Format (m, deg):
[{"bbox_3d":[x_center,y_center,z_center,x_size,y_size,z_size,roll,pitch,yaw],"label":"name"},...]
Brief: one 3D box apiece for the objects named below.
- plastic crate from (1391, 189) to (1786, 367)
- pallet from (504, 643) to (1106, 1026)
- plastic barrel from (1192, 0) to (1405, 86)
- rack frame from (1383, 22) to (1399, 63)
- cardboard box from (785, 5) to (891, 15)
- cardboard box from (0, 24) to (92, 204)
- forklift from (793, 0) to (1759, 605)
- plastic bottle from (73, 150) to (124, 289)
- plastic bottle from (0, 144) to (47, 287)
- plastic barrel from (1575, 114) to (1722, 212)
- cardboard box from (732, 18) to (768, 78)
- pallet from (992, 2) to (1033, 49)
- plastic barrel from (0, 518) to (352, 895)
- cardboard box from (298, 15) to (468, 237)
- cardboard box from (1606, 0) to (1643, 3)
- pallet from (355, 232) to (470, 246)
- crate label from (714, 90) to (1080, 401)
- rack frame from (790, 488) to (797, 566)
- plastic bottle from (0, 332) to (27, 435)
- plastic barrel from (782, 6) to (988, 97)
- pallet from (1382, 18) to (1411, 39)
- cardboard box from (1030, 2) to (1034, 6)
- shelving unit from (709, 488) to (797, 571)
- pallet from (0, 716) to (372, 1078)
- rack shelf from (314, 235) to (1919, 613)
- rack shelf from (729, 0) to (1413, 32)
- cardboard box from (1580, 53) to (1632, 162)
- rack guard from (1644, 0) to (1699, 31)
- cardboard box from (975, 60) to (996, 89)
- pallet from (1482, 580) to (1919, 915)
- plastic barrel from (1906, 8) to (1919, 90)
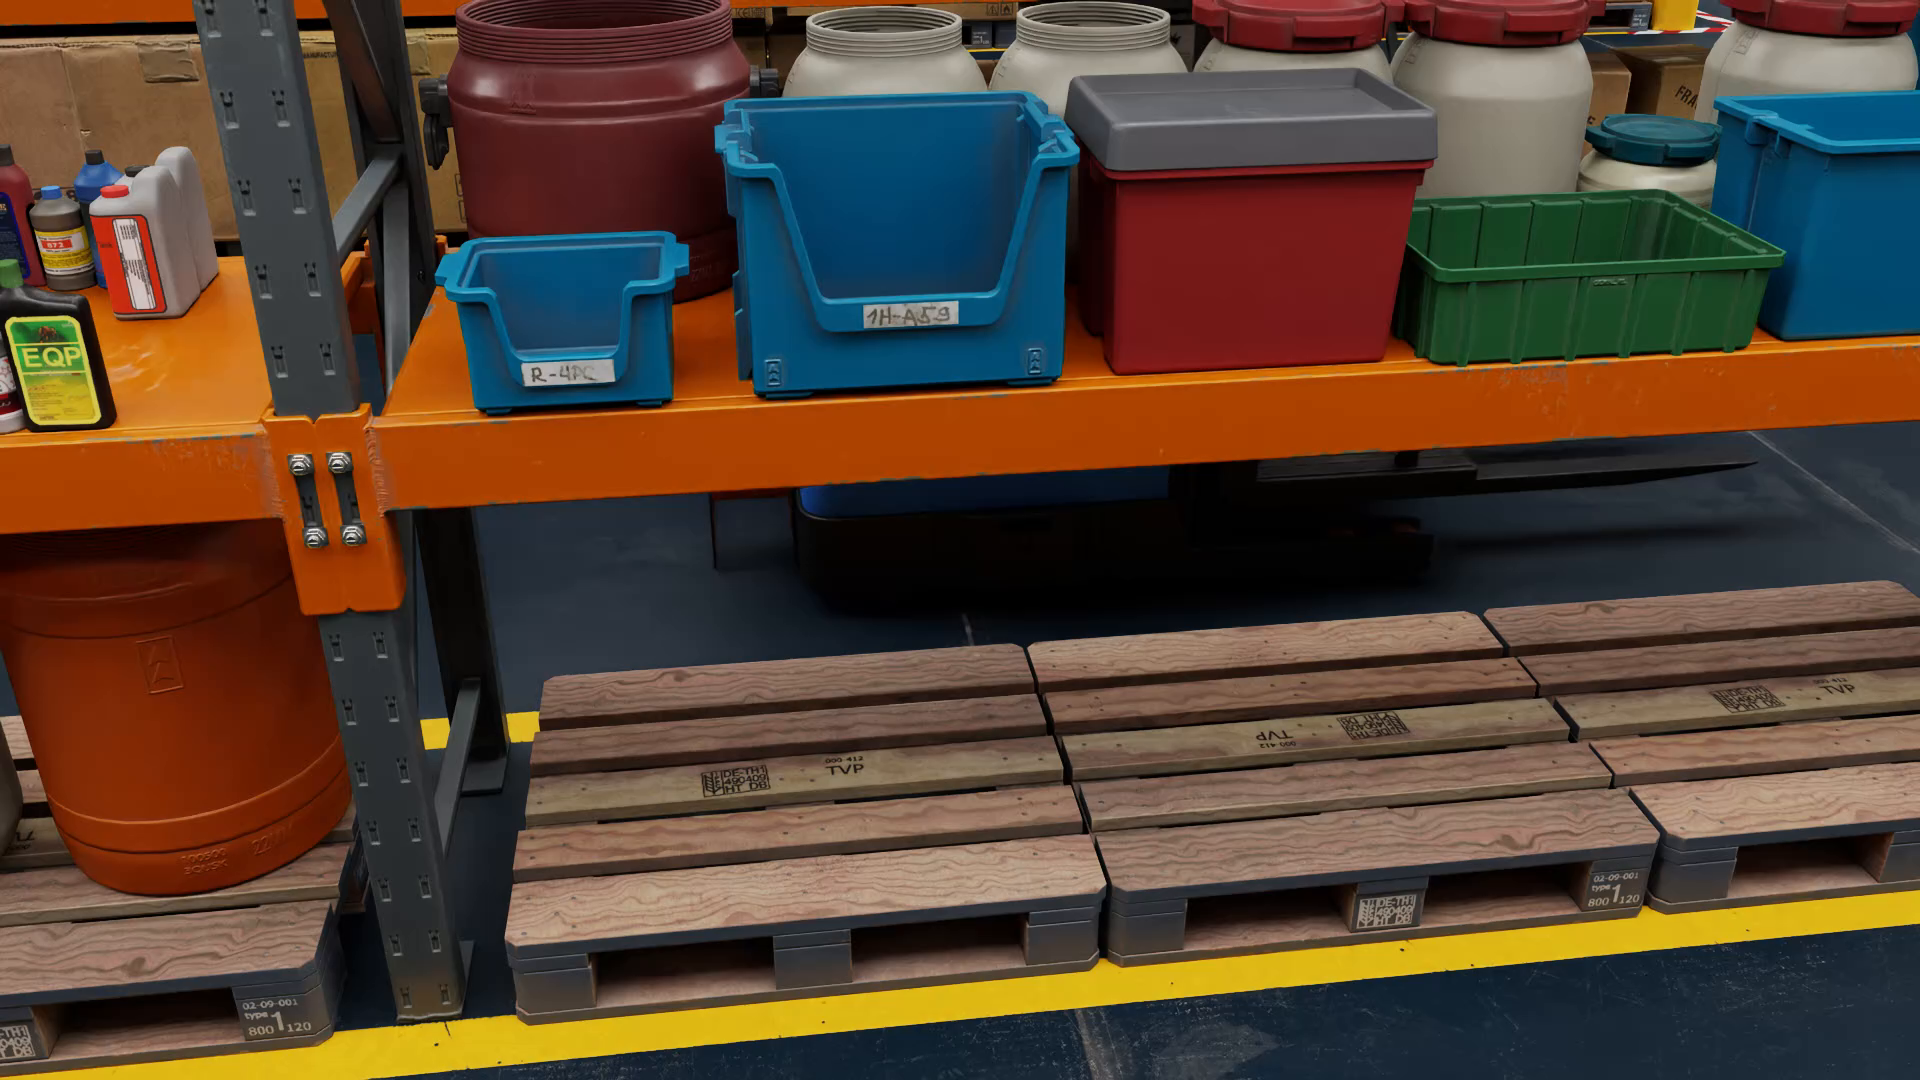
[{"bbox_3d":[1.137,-0.510,3.191,0.662,0.188,0.450,-4,27,-7],"label":"plastic crate"},{"bbox_3d":[-0.366,0.620,3.810,1.213,0.211,1.003,-4,27,-7],"label":"pallet"},{"bbox_3d":[0.689,-0.867,3.506,0.433,0.535,0.433,0,27,0],"label":"plastic barrel"},{"bbox_3d":[2.132,-3.082,7.971,0.127,3.000,1.000,-4,27,-7],"label":"rack frame"},{"bbox_3d":[-0.939,-4.317,12.383,0.750,0.750,1.050,-3,27,-6],"label":"cardboard box"},{"bbox_3d":[-4.274,-1.922,7.577,0.875,0.875,1.225,-5,28,-9],"label":"cardboard box"},{"bbox_3d":[0.979,-1.409,4.785,3.031,2.935,1.130,-4,27,-7],"label":"forklift"},{"bbox_3d":[-1.731,-0.655,3.381,0.097,0.271,0.097,0,27,0],"label":"plastic bottle"},{"bbox_3d":[-1.944,-0.655,3.368,0.133,0.283,0.061,-4,27,-7],"label":"plastic bottle"},{"bbox_3d":[1.490,-0.767,3.610,0.301,0.262,0.301,0,27,0],"label":"plastic barrel"},{"bbox_3d":[-1.169,-2.301,7.883,0.500,0.250,0.500,-3,27,-5],"label":"cardboard box"},{"bbox_3d":[0.788,-4.007,12.828,1.213,0.211,1.003,-4,27,-7],"label":"pallet"},{"bbox_3d":[-1.621,0.229,3.435,0.708,0.830,0.600,-4,27,-7],"label":"plastic barrel"},{"bbox_3d":[-2.515,-2.035,7.797,0.875,0.875,1.225,-5,28,-10],"label":"cardboard box"},{"bbox_3d":[4.840,-4.754,13.096,0.875,0.875,0.875,-4,27,-7],"label":"cardboard box"},{"bbox_3d":[-2.620,-1.571,8.080,1.213,0.211,1.003,-4,27,-7],"label":"pallet"},{"bbox_3d":[-0.117,-0.545,2.988,0.616,0.435,0.502,-4,27,-7],"label":"crate label"},{"bbox_3d":[-0.516,-0.434,4.946,0.008,1.050,0.200,-4,27,-7],"label":"rack frame"},{"bbox_3d":[-1.597,-0.282,2.732,0.097,0.201,0.097,0,27,0],"label":"plastic bottle"},{"bbox_3d":[-0.150,-0.800,3.401,0.421,0.512,0.421,0,27,0],"label":"plastic barrel"},{"bbox_3d":[3.516,-4.182,13.169,1.213,0.211,1.003,-4,27,-7],"label":"pallet"},{"bbox_3d":[0.939,-4.436,12.615,0.750,0.750,1.050,-4,27,-7],"label":"cardboard box"},{"bbox_3d":[-0.637,-0.426,4.931,0.252,1.050,0.215,-4,27,-7],"label":"shelving unit"},{"bbox_3d":[-1.914,0.721,3.613,1.213,0.211,1.003,-4,27,-7],"label":"pallet"},{"bbox_3d":[0.842,-0.396,3.523,4.000,0.370,1.077,-4,27,-7],"label":"rack shelf"},{"bbox_3d":[0.152,-2.635,7.887,4.000,0.370,1.077,-4,27,-7],"label":"rack shelf"},{"bbox_3d":[3.100,-2.204,8.538,0.500,0.500,0.500,5,28,9],"label":"cardboard box"},{"bbox_3d":[5.526,-4.474,13.423,0.348,0.500,1.175,-4,27,-7],"label":"rack guard"},{"bbox_3d":[-0.060,-2.043,8.202,0.500,0.500,0.700,-1,27,-3],"label":"cardboard box"},{"bbox_3d":[2.050,0.465,4.112,1.213,0.211,1.003,-4,27,-7],"label":"pallet"},{"bbox_3d":[2.398,-1.178,3.712,0.708,0.901,0.600,-4,27,-7],"label":"plastic barrel"}]
